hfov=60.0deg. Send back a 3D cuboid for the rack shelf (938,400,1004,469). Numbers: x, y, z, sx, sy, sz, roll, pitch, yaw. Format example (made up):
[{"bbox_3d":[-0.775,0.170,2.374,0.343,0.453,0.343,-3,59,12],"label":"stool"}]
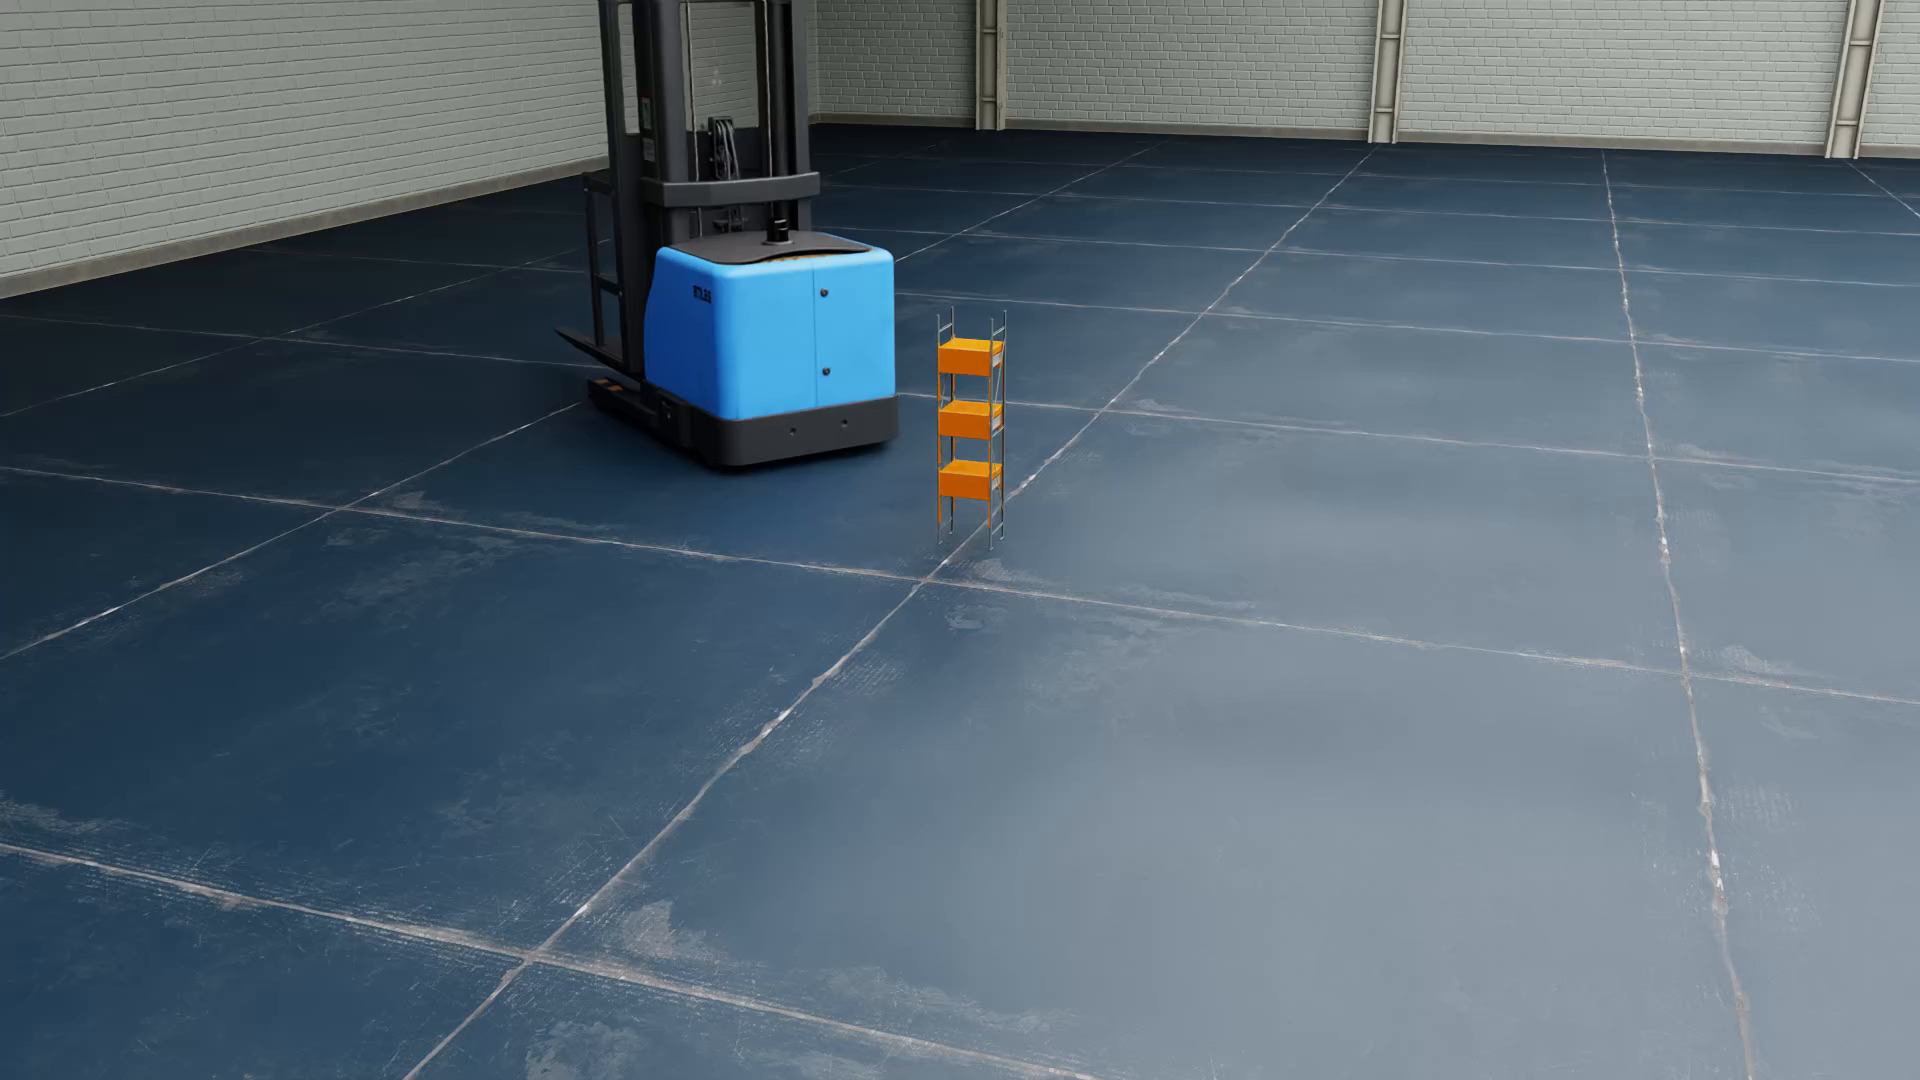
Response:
[{"bbox_3d":[0.051,-0.480,7.390,0.240,0.259,0.215,7,20,18],"label":"rack shelf"}]

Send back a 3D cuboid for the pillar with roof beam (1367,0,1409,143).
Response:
[{"bbox_3d":[4.734,-8.701,18.867,0.400,9.000,9.100,7,20,18],"label":"pillar with roof beam"}]

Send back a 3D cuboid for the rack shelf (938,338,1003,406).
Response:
[{"bbox_3d":[0.051,-0.748,7.297,0.240,0.259,0.215,7,20,18],"label":"rack shelf"}]

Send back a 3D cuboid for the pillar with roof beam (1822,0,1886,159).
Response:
[{"bbox_3d":[10.401,-8.053,17.008,0.400,9.000,9.100,7,20,18],"label":"pillar with roof beam"}]

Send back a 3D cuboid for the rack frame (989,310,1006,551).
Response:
[{"bbox_3d":[0.166,-0.477,7.349,0.008,1.050,0.200,7,20,18],"label":"rack frame"}]

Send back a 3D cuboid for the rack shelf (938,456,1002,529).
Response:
[{"bbox_3d":[0.051,-0.218,7.482,0.240,0.259,0.215,7,20,18],"label":"rack shelf"}]

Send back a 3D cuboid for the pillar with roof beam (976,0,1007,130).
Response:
[{"bbox_3d":[-0.934,-9.349,20.727,0.400,9.000,9.100,7,20,18],"label":"pillar with roof beam"}]

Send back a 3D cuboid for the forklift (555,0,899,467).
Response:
[{"bbox_3d":[-1.546,-2.191,9.408,1.130,2.935,3.031,-12,22,-30],"label":"forklift"}]

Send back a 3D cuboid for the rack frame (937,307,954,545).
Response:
[{"bbox_3d":[-0.065,-0.503,7.425,0.008,1.050,0.200,7,20,18],"label":"rack frame"}]

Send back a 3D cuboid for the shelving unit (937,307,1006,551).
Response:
[{"bbox_3d":[0.051,-0.490,7.387,0.252,1.050,0.215,7,20,18],"label":"shelving unit"}]
